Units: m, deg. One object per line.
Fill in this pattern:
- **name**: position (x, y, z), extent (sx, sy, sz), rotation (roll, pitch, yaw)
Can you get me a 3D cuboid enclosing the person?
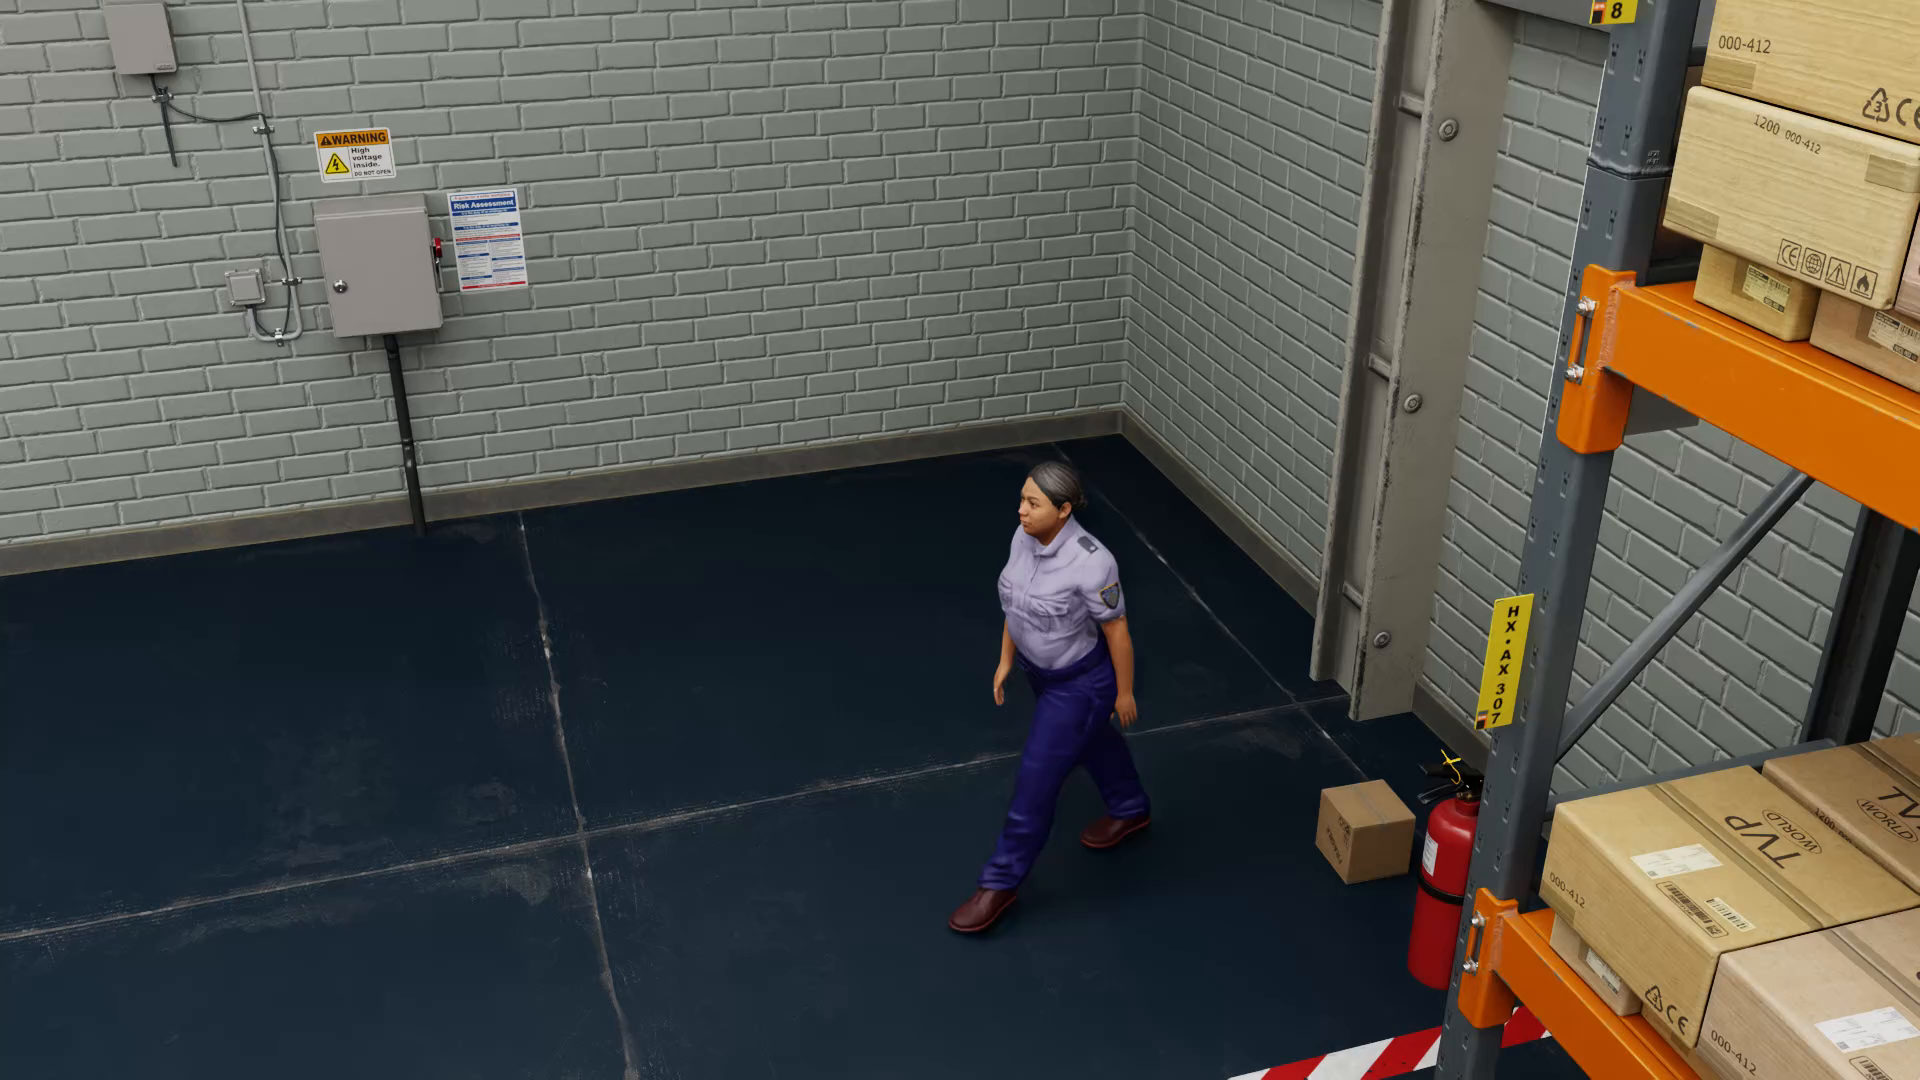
- **person**: position (0.302, 0.462, 5.686), extent (0.947, 1.587, 0.484), rotation (-13, 29, -24)
